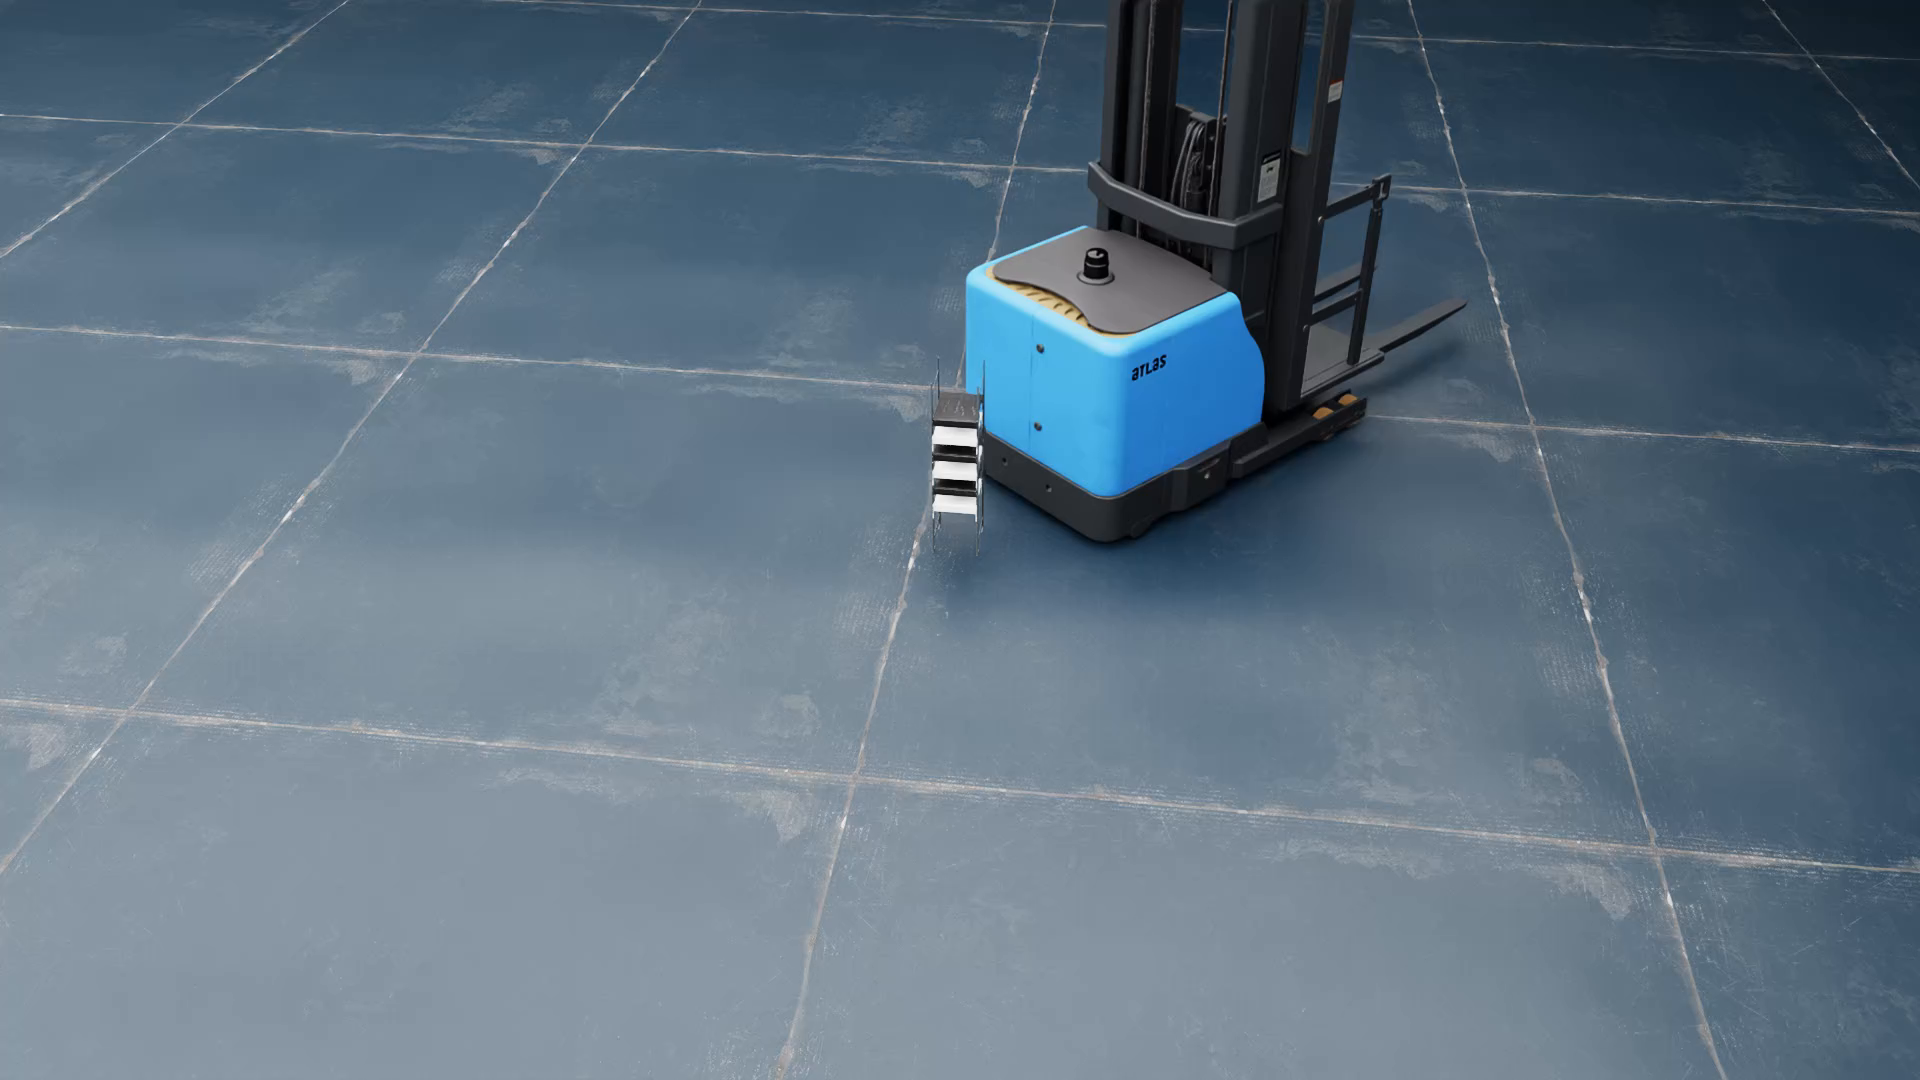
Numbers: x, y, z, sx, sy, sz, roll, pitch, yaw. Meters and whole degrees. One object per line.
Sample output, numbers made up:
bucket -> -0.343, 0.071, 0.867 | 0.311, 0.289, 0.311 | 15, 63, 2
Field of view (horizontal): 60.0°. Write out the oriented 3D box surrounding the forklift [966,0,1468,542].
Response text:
forklift -> 1.456, -1.907, 7.899 | 3.031, 2.935, 1.130 | -27, 43, -32

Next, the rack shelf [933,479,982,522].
rack shelf -> -0.008, -0.193, 7.613 | 0.200, 0.077, 0.258 | 4, 36, 6

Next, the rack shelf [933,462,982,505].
rack shelf -> -0.008, -0.267, 7.561 | 0.200, 0.077, 0.258 | 4, 36, 6

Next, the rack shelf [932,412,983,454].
rack shelf -> -0.008, -0.486, 7.404 | 0.200, 0.077, 0.258 | 4, 36, 6

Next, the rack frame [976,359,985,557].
rack frame -> 0.093, -0.359, 7.479 | 0.006, 0.900, 0.240 | 4, 36, 6

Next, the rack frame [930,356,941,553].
rack frame -> -0.109, -0.374, 7.500 | 0.006, 0.900, 0.240 | 4, 36, 6

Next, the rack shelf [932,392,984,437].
rack shelf -> -0.008, -0.560, 7.352 | 0.200, 0.077, 0.258 | 4, 36, 6

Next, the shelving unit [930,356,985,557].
shelving unit -> -0.008, -0.367, 7.489 | 0.210, 0.900, 0.258 | 4, 36, 6

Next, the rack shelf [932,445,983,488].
rack shelf -> -0.008, -0.340, 7.509 | 0.200, 0.077, 0.258 | 4, 36, 6

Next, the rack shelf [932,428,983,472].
rack shelf -> -0.008, -0.413, 7.457 | 0.200, 0.077, 0.258 | 4, 36, 6
